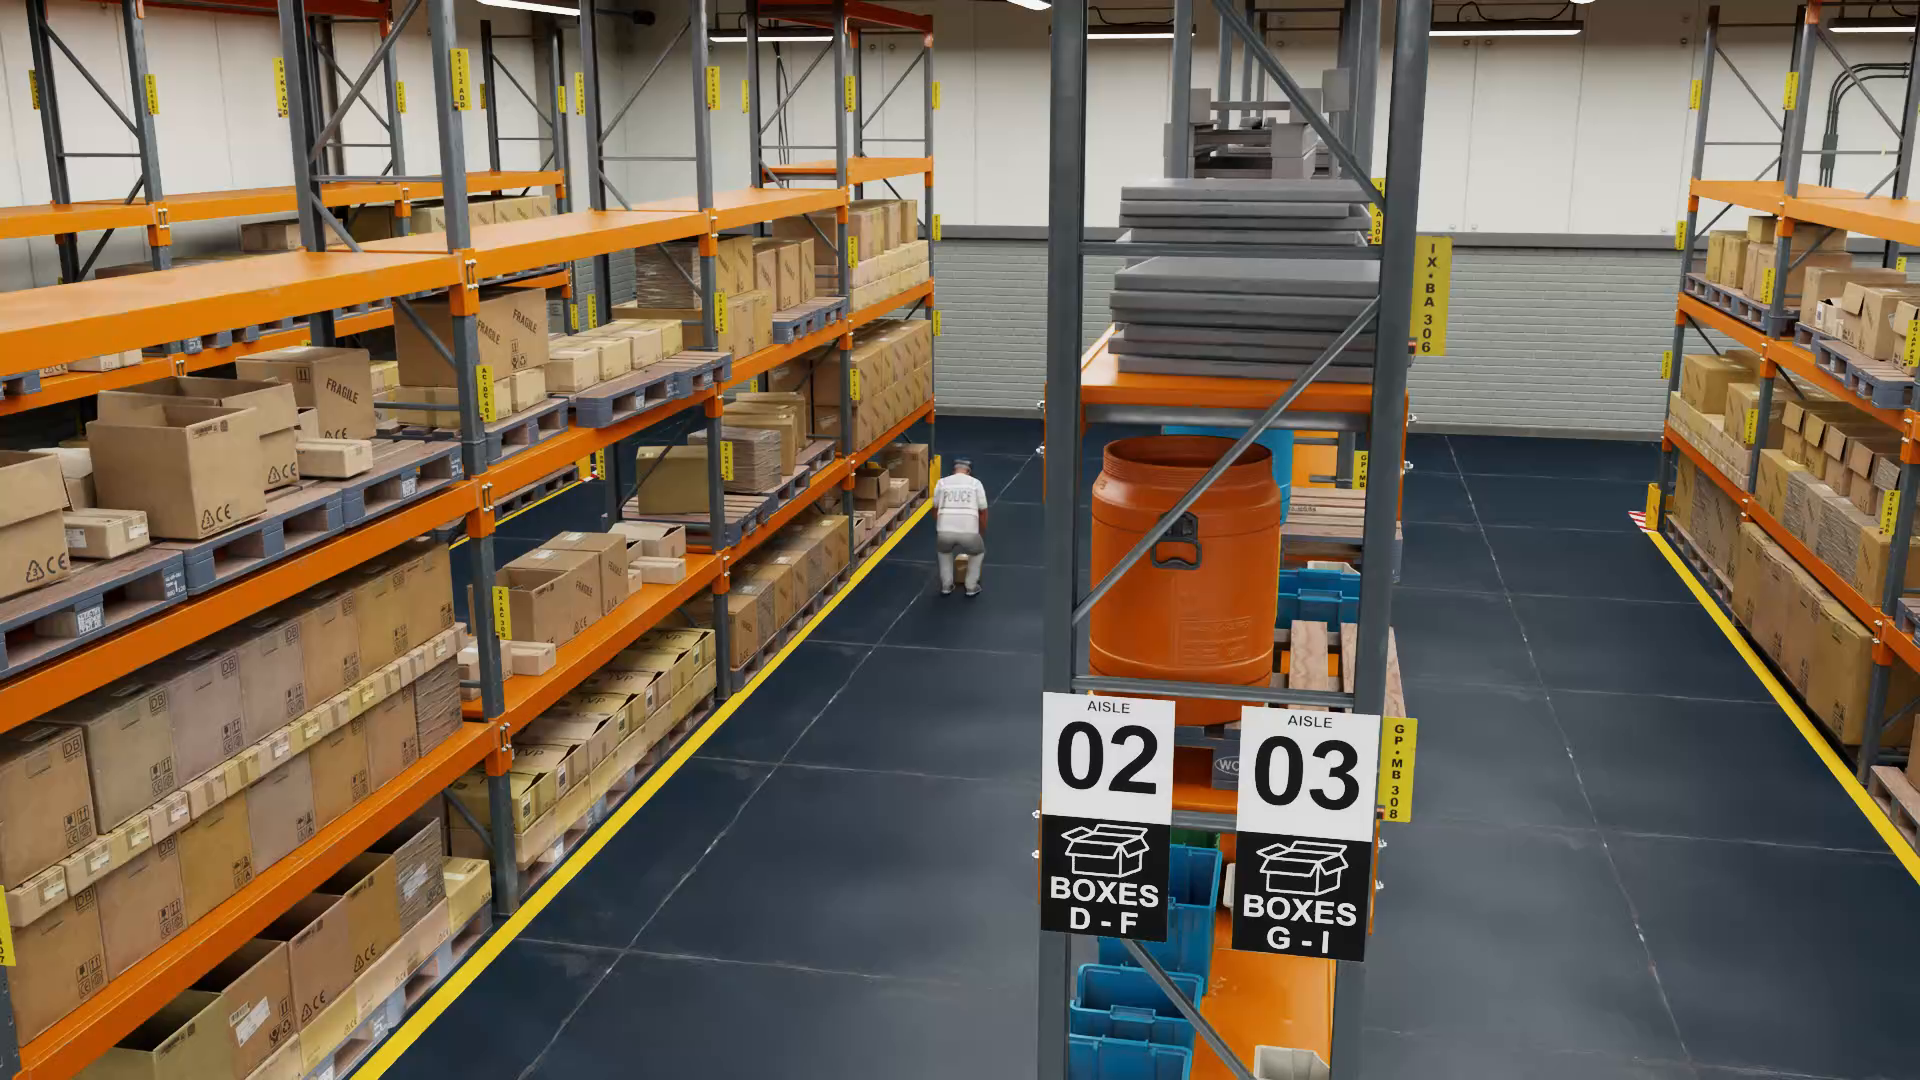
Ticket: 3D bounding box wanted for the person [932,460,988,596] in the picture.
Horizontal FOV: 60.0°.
[{"bbox_3d":[-0.023,-0.126,17.295,0.589,1.351,0.841,3,15,11],"label":"person"}]
